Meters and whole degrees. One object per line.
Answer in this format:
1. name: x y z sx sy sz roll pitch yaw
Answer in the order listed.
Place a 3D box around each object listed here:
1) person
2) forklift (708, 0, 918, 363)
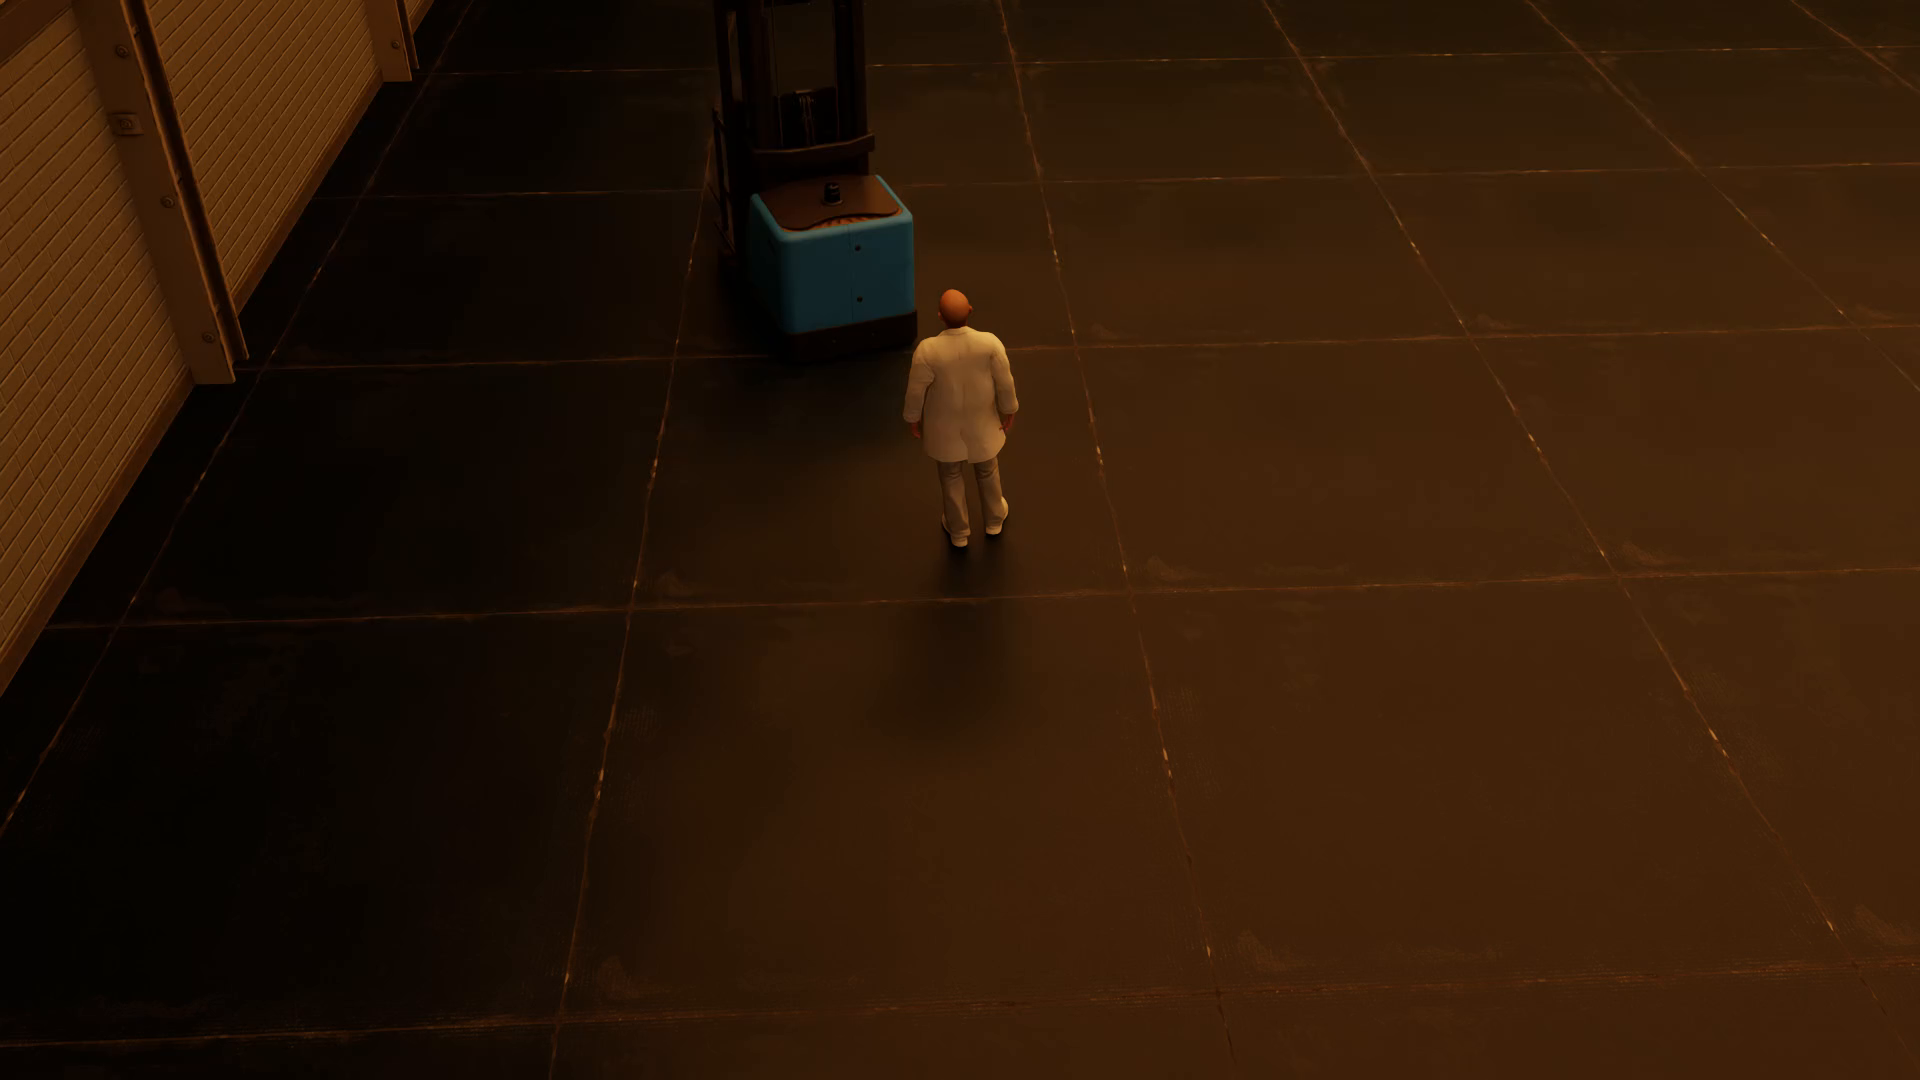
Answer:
1. person: 0.000 -0.778 10.045 0.696 1.776 0.581 -2 36 -2
2. forklift: -1.318 -3.343 12.600 1.130 2.935 3.031 -13 38 -17
